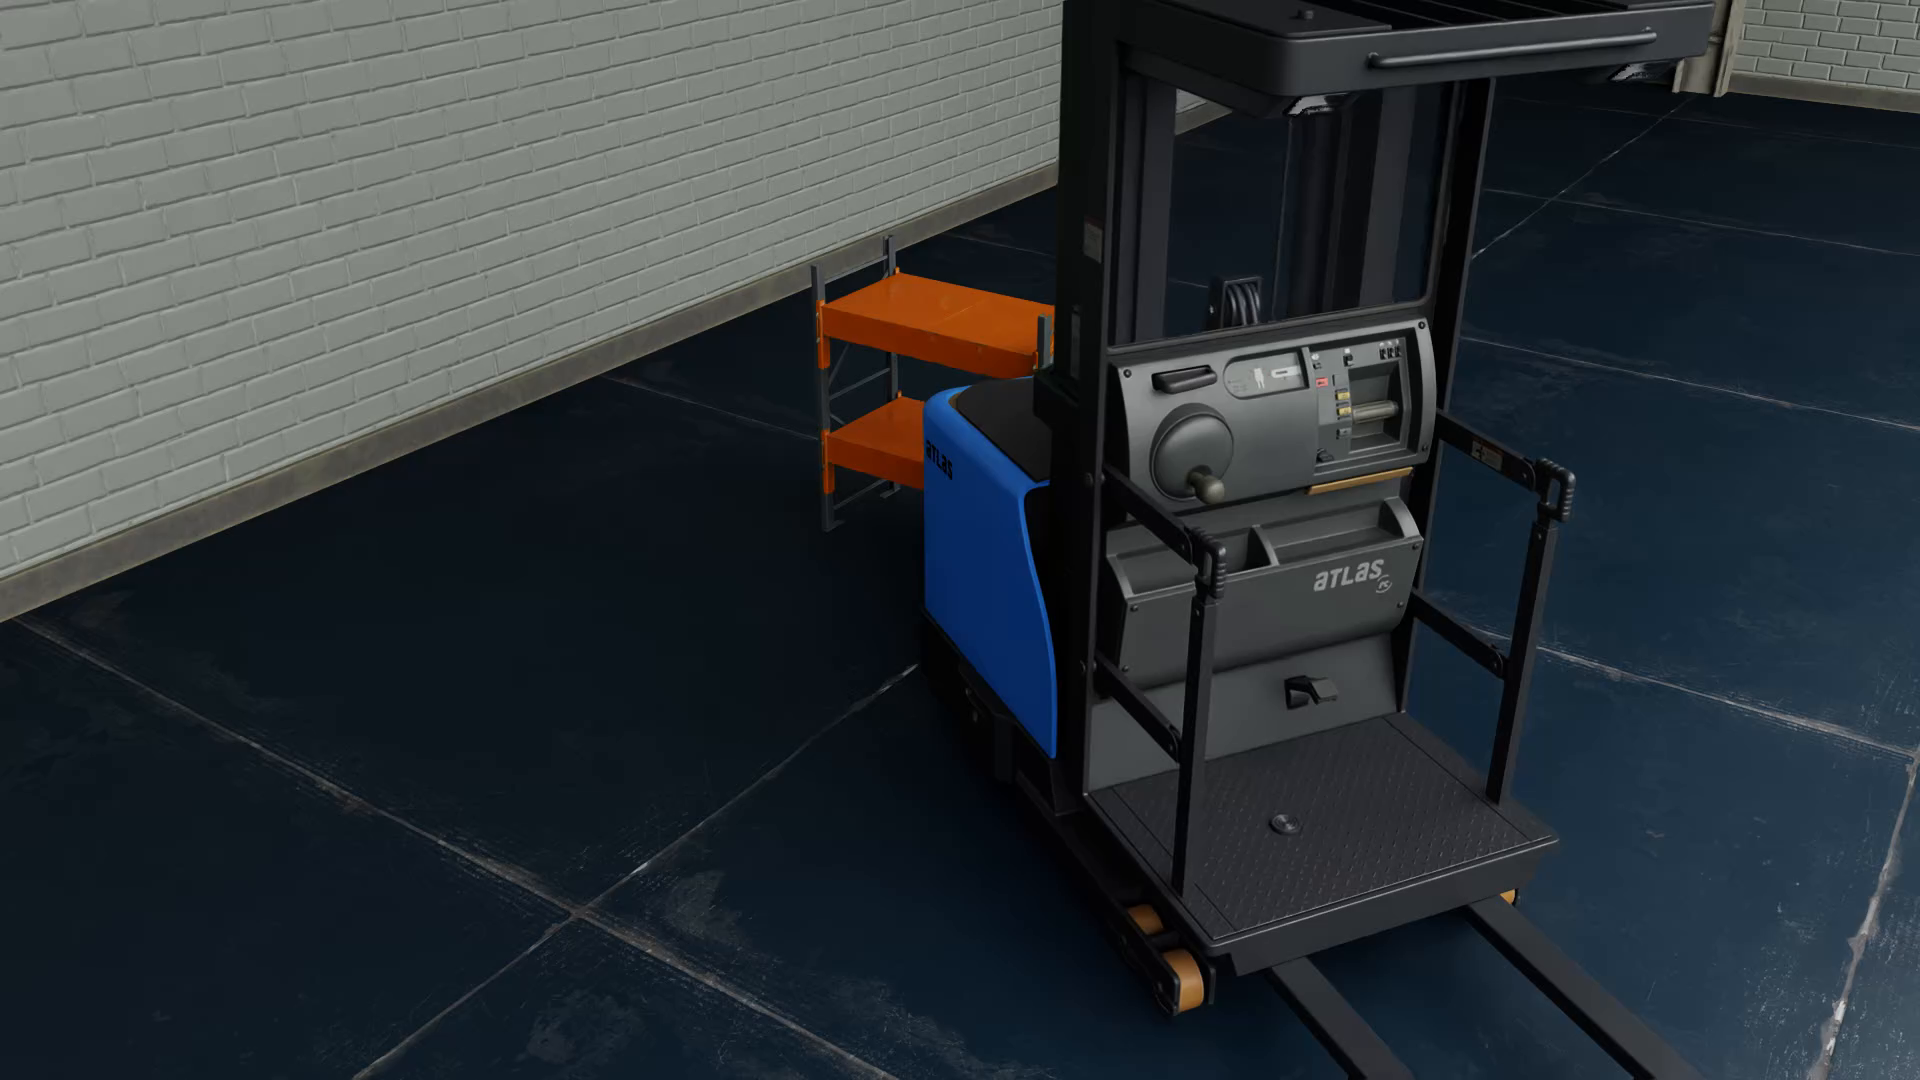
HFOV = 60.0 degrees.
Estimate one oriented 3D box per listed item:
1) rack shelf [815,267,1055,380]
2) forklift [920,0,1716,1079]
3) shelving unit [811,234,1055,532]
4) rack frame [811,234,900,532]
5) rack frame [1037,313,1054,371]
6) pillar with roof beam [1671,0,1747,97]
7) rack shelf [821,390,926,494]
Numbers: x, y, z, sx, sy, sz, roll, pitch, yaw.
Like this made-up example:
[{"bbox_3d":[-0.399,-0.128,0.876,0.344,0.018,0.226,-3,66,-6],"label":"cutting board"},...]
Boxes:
[{"bbox_3d":[0.006,-0.760,6.359,1.000,0.278,0.538,17,32,30],"label":"rack shelf"},{"bbox_3d":[0.912,-0.297,4.101,1.130,2.935,3.031,-11,29,-21],"label":"forklift"},{"bbox_3d":[0.006,-0.500,6.491,1.048,1.125,0.538,17,32,30],"label":"shelving unit"},{"bbox_3d":[-0.413,-0.630,6.748,0.032,1.125,0.500,17,32,30],"label":"rack frame"},{"bbox_3d":[0.425,-0.369,6.235,0.032,1.125,0.500,17,32,30],"label":"rack frame"},{"bbox_3d":[3.952,-6.277,9.163,0.400,9.000,9.100,17,32,30],"label":"pillar with roof beam"},{"bbox_3d":[0.006,-0.282,6.602,1.000,0.278,0.538,17,32,30],"label":"rack shelf"}]
